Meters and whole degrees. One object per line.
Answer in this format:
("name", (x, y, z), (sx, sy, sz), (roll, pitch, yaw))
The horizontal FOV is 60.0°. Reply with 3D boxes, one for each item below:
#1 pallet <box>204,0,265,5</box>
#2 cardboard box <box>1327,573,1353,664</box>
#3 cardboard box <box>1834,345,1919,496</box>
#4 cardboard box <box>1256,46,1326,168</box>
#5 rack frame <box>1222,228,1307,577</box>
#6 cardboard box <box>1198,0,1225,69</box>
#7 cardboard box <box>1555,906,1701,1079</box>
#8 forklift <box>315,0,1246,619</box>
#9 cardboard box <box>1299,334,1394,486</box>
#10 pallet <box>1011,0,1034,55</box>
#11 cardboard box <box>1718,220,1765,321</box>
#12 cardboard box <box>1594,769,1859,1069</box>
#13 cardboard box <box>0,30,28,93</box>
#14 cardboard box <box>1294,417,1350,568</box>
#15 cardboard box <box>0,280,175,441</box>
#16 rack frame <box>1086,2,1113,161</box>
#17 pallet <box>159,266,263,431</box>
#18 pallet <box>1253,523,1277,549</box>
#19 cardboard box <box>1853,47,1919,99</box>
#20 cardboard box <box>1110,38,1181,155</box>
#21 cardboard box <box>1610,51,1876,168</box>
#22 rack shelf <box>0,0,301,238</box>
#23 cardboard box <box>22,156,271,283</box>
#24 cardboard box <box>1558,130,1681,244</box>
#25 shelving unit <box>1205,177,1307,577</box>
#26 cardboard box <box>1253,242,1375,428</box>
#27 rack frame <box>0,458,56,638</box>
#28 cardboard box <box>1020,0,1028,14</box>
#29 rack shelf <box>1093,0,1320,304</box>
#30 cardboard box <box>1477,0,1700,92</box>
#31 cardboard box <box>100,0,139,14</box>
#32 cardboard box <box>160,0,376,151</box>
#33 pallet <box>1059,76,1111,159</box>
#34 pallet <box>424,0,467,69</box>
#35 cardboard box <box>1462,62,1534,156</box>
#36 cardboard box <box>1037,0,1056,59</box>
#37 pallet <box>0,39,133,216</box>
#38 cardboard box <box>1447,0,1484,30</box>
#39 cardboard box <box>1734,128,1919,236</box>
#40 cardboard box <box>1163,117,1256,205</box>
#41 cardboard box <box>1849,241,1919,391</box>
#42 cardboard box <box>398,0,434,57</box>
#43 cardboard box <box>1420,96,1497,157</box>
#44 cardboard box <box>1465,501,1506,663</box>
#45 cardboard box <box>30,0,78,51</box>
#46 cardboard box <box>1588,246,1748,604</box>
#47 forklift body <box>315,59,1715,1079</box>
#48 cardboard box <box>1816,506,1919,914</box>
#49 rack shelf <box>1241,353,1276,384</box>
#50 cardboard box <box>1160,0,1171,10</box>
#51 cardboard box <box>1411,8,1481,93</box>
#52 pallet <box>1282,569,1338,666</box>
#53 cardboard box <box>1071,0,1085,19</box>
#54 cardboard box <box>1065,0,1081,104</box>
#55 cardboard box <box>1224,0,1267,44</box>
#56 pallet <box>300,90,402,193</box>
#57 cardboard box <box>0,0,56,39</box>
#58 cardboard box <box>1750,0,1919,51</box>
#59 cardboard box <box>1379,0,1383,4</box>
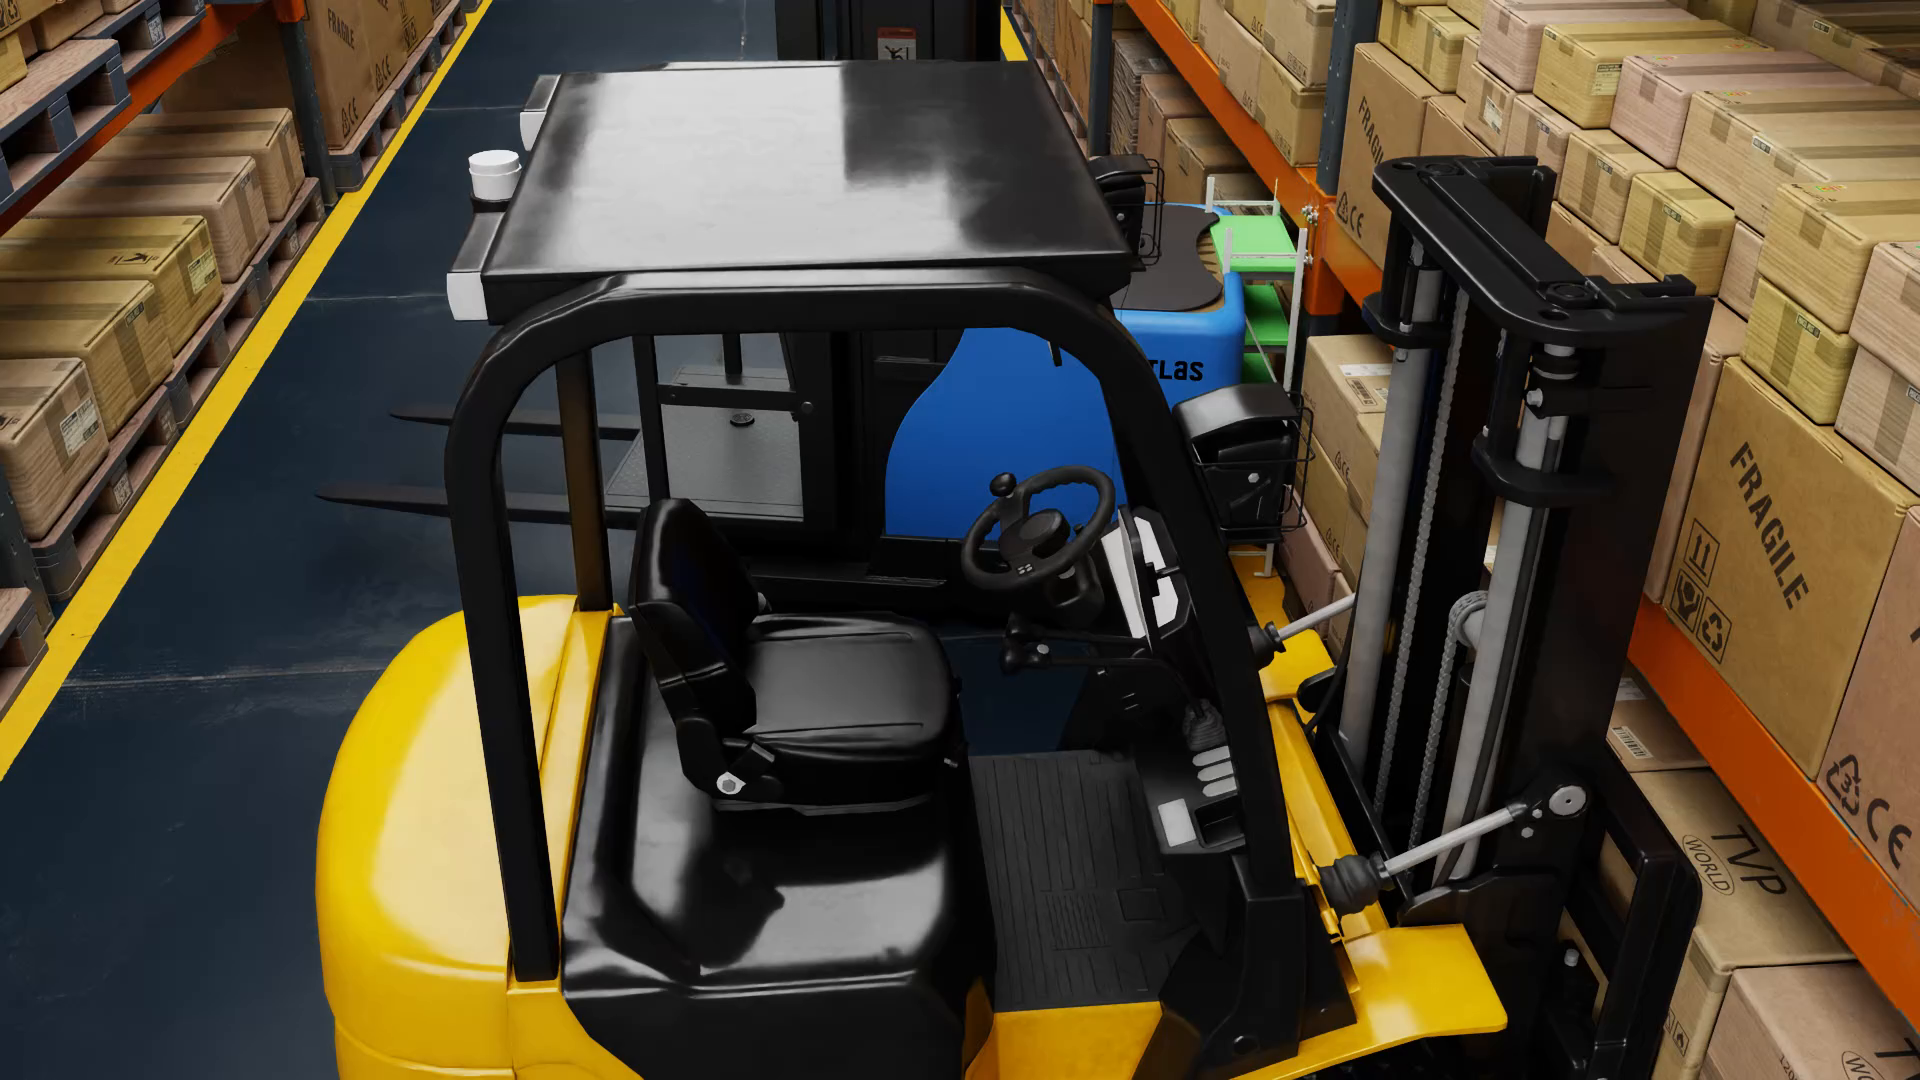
("pallet", (-3.582, -2.573, 7.319), (1.213, 0.211, 1.003), (-3, 31, -5))
("cardboard box", (1.340, 0.310, 4.578), (0.500, 0.250, 0.500), (-3, 31, -6))
("cardboard box", (1.523, -0.180, 2.396), (0.380, 0.149, 0.250), (-4, 31, -6))
("cardboard box", (1.254, -1.392, 5.301), (0.500, 0.250, 0.500), (-2, 31, -3))
("rack frame", (0.912, -0.403, 5.237), (0.240, 1.200, 0.015), (0, 30, 1))
("cardboard box", (1.185, -1.903, 6.157), (0.500, 0.250, 0.500), (-3, 31, -4))
("cardboard box", (1.473, 0.864, 3.163), (0.500, 0.250, 0.500), (-3, 31, -6))
("forklift", (-0.621, -1.296, 5.061), (3.031, 2.935, 1.130), (3, 31, 6))
("cardboard box", (1.294, -0.379, 4.755), (0.500, 0.250, 0.500), (-3, 31, -5))
("pallet", (0.927, -3.685, 11.714), (1.003, 0.211, 1.213), (-3, 31, -5))
("cardboard box", (1.546, -0.440, 2.831), (0.380, 0.149, 0.250), (-3, 31, -5))
("cardboard box", (1.471, 0.664, 3.010), (0.500, 0.250, 0.500), (-2, 31, -4))
("cardboard box", (-3.132, -1.469, 5.120), (0.380, 0.149, 0.250), (-2, 31, -4))
("cardboard box", (1.299, -0.164, 4.884), (0.500, 0.250, 0.500), (-3, 31, -5))
("cardboard box", (-3.502, -0.658, 6.080), (0.950, 0.372, 0.625), (-1, 31, -1))
("rack frame", (1.187, -3.254, 8.272), (1.000, 3.000, 0.127), (-3, 31, -5))
("pallet", (-3.572, -0.796, 6.877), (1.003, 0.211, 1.213), (-3, 31, -5))
("pallet", (1.453, -0.389, 6.195), (1.003, 0.211, 1.213), (-3, 31, -5))
("cardboard box", (1.979, -0.857, 3.239), (0.380, 0.149, 0.250), (-3, 31, -5))
("cardboard box", (1.232, -2.095, 8.239), (0.875, 0.625, 0.625), (-2, 31, -3))
("cardboard box", (1.495, -0.830, 3.194), (0.380, 0.149, 0.250), (-3, 31, -5))
("rack shelf", (-3.567, -1.684, 6.346), (1.077, 0.370, 4.000), (-3, 31, -5))
("cardboard box", (-3.634, -1.401, 7.323), (0.950, 0.372, 0.625), (-3, 31, -6))
("cardboard box", (1.420, -0.703, 3.271), (0.380, 0.149, 0.250), (-4, 31, -6))
("shelving unit", (0.916, -0.525, 5.449), (0.258, 1.200, 0.503), (0, 30, 1))
("cardboard box", (1.501, -0.638, 5.799), (0.875, 0.625, 0.625), (-1, 31, -2))
("rack frame", (-3.380, -0.972, 4.452), (1.000, 3.000, 0.127), (-3, 31, -5))
("cardboard box", (0.694, -3.874, 11.339), (0.500, 0.500, 0.500), (-3, 31, -5))
("rack shelf", (1.374, -1.924, 6.747), (1.077, 0.370, 4.000), (-3, 31, -5))
("cardboard box", (1.364, -1.088, 3.627), (0.380, 0.149, 0.250), (-2, 31, -3))
("cardboard box", (-3.212, -2.008, 6.023), (0.380, 0.149, 0.250), (-2, 31, -3))
("cardboard box", (-3.736, -2.639, 8.905), (0.875, 0.875, 0.875), (-3, 31, -5))
("pallet", (1.155, -2.440, 9.628), (1.003, 0.211, 1.213), (-3, 31, -5))
("pallet", (-3.981, -3.469, 11.351), (1.003, 0.211, 1.213), (-3, 31, -5))
("cardboard box", (1.356, -0.964, 3.709), (0.380, 0.149, 0.250), (-2, 31, -3))
("cardboard box", (0.779, -3.354, 10.468), (0.500, 0.500, 0.500), (-4, 31, -6))
("pallet", (-3.307, -1.287, 5.166), (1.003, 0.211, 1.213), (-3, 31, -5))
("cardboard box", (1.428, -1.355, 4.074), (0.380, 0.149, 0.250), (-2, 31, -4))
("cardboard box", (1.542, -0.574, 2.766), (0.380, 0.149, 0.250), (-2, 31, -4))
("cardboard box", (1.364, -1.418, 7.106), (0.875, 0.625, 0.625), (-4, 31, -7))
("cardboard box", (1.502, -0.306, 2.317), (0.380, 0.149, 0.250), (-2, 31, -3))
("cardboard box", (-3.898, -3.551, 10.432), (0.875, 0.875, 0.875), (-2, 31, -3))
("cardboard box", (1.408, -0.750, 3.983), (0.500, 0.500, 0.500), (-2, 31, -4))
("cardboard box", (1.390, 0.136, 3.893), (0.500, 0.250, 0.500), (-2, 31, -3))
("cardboard box", (-3.217, -1.744, 5.580), (0.380, 0.149, 0.250), (-2, 31, -4))
("cardboard box", (1.482, -0.234, 3.119), (0.500, 0.500, 0.500), (-3, 31, -4))
("forklift body", (-0.059, 0.314, 3.126), (2.313, 2.155, 1.214), (-3, 31, -5))
("cardboard box", (1.588, 0.284, 2.252), (0.500, 0.500, 0.500), (-2, 31, -3))
("rack shelf", (0.917, -0.470, 5.481), (0.258, 0.148, 0.480), (0, 30, 1))
("cardboard box", (1.083, -2.431, 7.042), (0.500, 0.250, 0.500), (-4, 31, -6))
("cardboard box", (1.355, -1.225, 4.146), (0.380, 0.149, 0.250), (-2, 31, -3))
("pallet", (1.594, 0.394, 4.885), (1.003, 0.211, 1.213), (-3, 31, -5))
("cardboard box", (0.833, -3.017, 9.272), (0.380, 0.149, 0.250), (-4, 31, -7))
("cardboard box", (0.898, -2.822, 9.578), (0.500, 0.500, 0.500), (-3, 31, -5))
("cardboard box", (1.206, -1.862, 5.602), (0.500, 0.250, 0.500), (-4, 31, -6))
("pallet", (-3.753, -2.223, 9.266), (1.003, 0.211, 1.213), (-3, 31, -5))
("cardboard box", (-3.186, -1.831, 5.094), (0.500, 0.500, 0.500), (-3, 31, -4))
("cardboard box", (1.998, -1.123, 3.684), (0.380, 0.149, 0.250), (-3, 31, -6))
("cardboard box", (1.308, -1.697, 4.935), (0.380, 0.149, 0.250), (-2, 31, -3))
